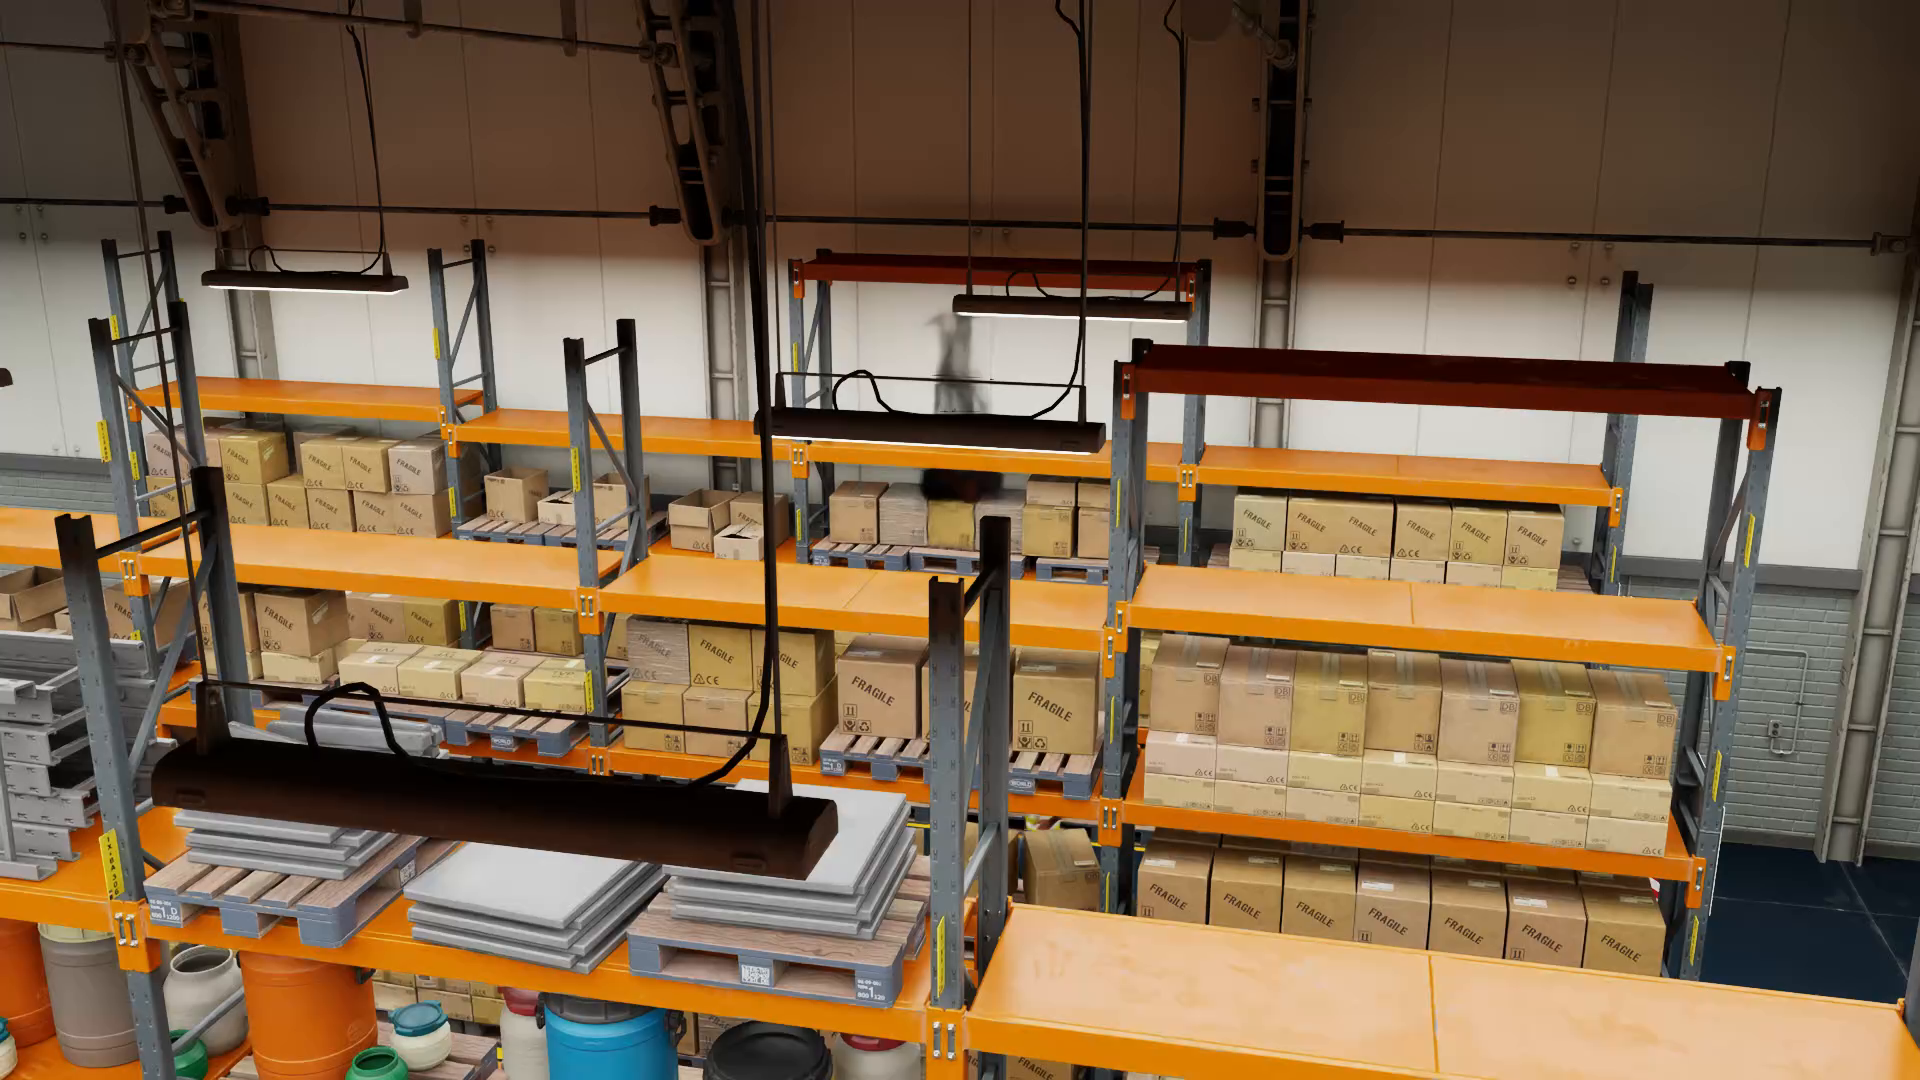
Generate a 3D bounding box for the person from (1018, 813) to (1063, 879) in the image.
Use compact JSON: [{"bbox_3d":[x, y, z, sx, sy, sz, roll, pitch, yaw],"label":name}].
[{"bbox_3d":[0.717,2.655,15.258,0.704,1.839,0.671,2,16,6],"label":"person"}]
